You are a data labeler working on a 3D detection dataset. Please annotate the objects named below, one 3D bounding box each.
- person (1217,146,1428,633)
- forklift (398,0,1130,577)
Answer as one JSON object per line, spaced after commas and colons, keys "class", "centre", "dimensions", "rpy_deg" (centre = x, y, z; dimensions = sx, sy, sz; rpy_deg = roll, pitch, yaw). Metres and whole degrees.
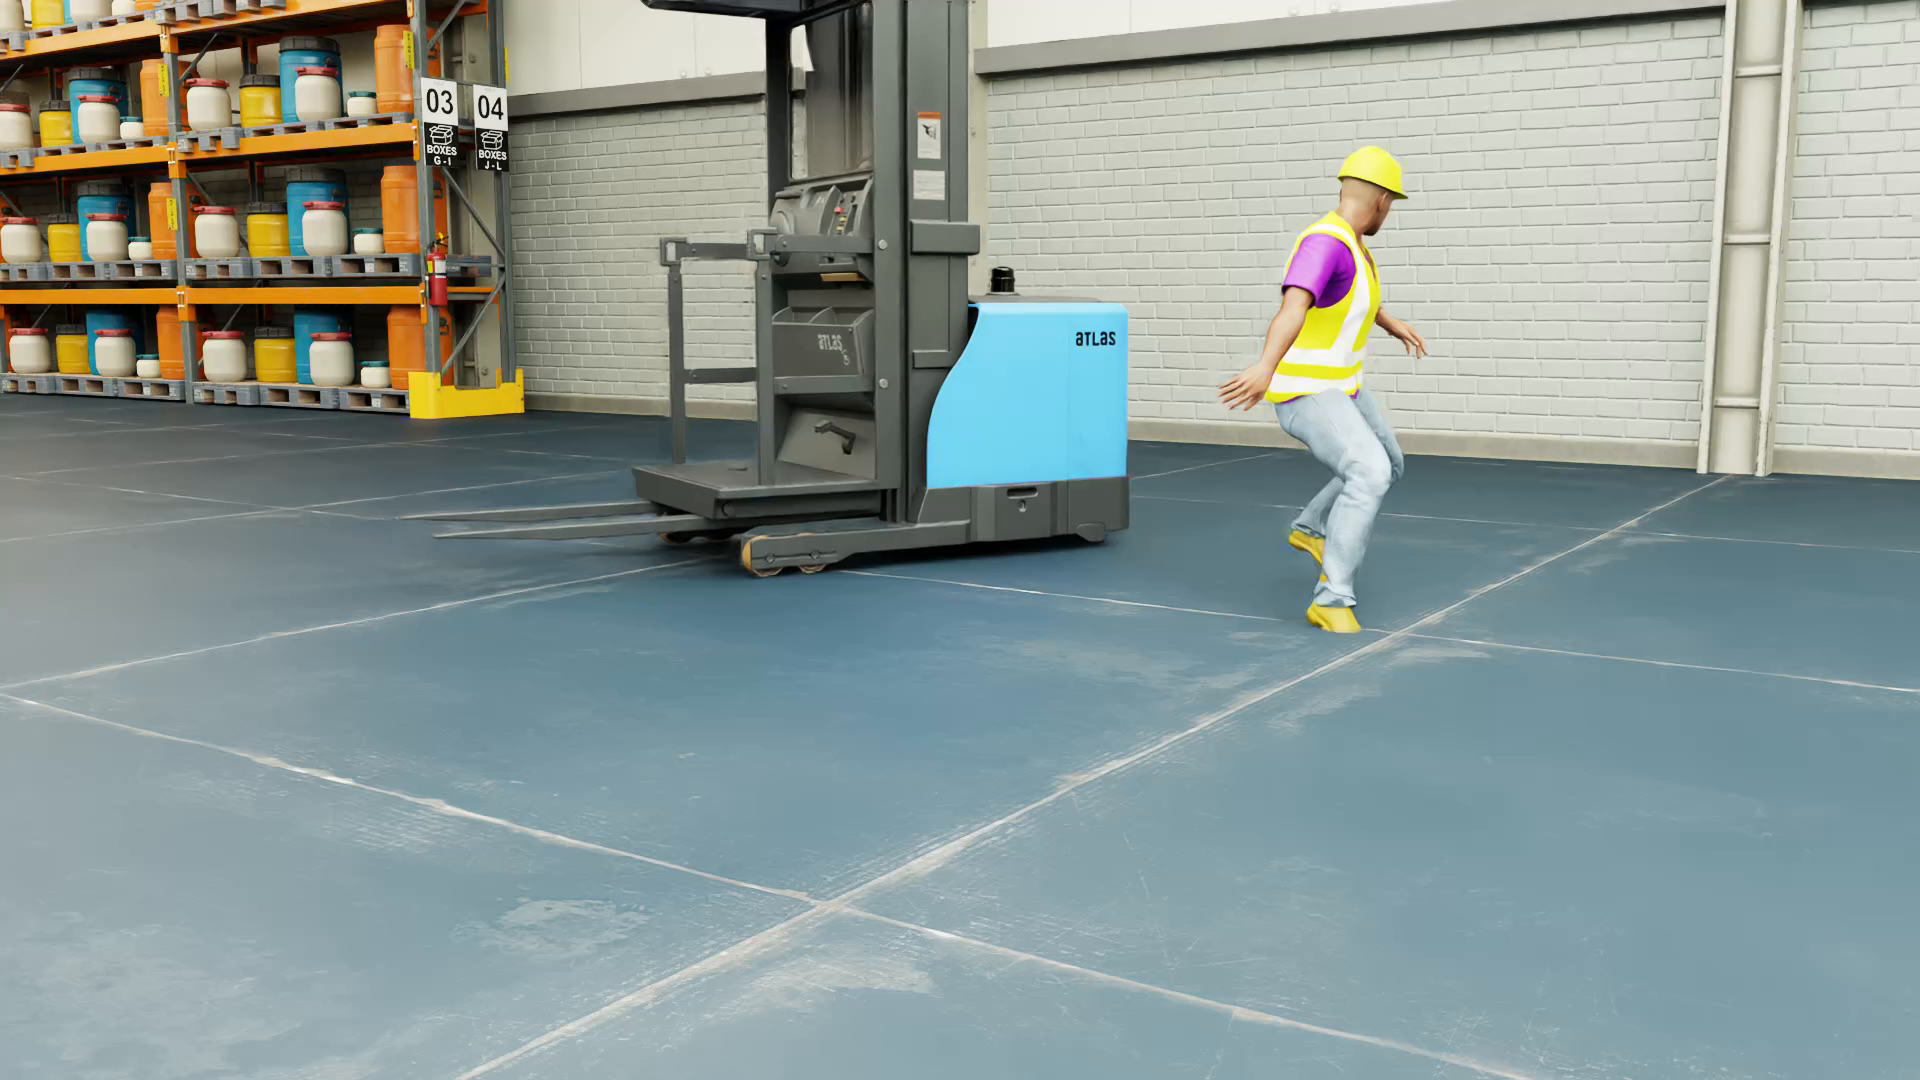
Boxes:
{"class": "person", "centre": [1.291, -0.509, 5.790], "dimensions": [0.551, 1.686, 1.223], "rpy_deg": [4, 9, 26]}
{"class": "forklift", "centre": [-0.778, -1.389, 6.961], "dimensions": [3.031, 2.935, 1.130], "rpy_deg": [-5, 9, -29]}
